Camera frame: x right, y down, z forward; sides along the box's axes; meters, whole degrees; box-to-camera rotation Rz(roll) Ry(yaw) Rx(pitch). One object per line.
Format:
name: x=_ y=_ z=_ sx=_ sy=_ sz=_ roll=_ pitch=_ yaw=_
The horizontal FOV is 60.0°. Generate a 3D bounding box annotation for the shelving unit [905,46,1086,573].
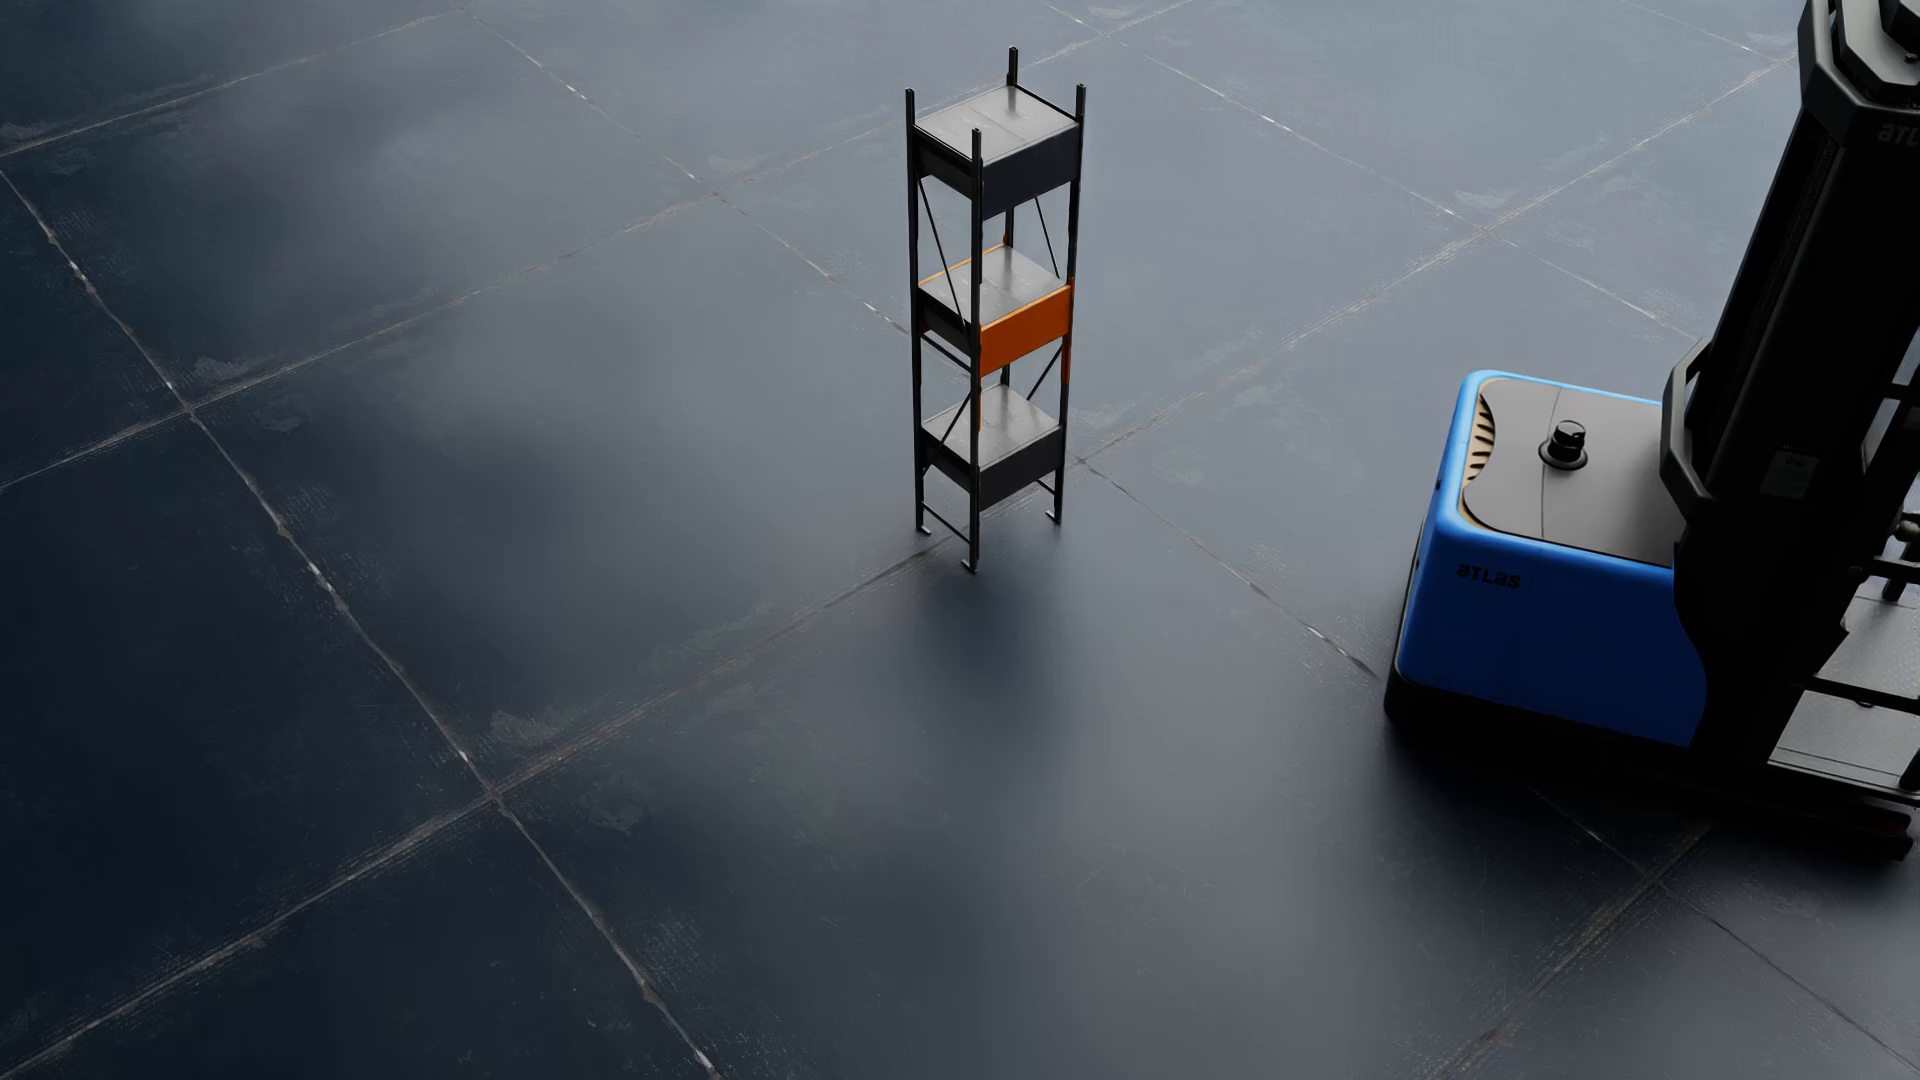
shelving unit: x=0.127 y=-0.838 z=6.609 sx=0.503 sy=2.100 sz=0.431 roll=-30 pitch=51 yaw=-28

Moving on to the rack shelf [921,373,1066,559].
rack shelf: x=0.127 y=-0.318 z=7.097 sx=0.480 sy=0.518 sz=0.431 roll=-30 pitch=51 yaw=-28

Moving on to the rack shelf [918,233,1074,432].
rack shelf: x=0.127 y=-0.828 z=6.618 sx=0.480 sy=0.518 sz=0.431 roll=-30 pitch=51 yaw=-28

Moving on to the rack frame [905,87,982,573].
rack frame: x=-0.060 y=-0.731 z=6.494 sx=0.015 sy=2.100 sz=0.400 roll=-30 pitch=51 yaw=-28

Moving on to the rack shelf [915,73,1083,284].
rack shelf: x=0.127 y=-1.338 z=6.139 sx=0.480 sy=0.518 sz=0.431 roll=-30 pitch=51 yaw=-28

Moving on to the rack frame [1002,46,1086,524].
rack frame: x=0.314 y=-0.945 z=6.723 sx=0.015 sy=2.100 sz=0.400 roll=-30 pitch=51 yaw=-28

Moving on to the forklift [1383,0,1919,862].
forklift: x=3.217 y=-0.322 z=5.452 sx=3.031 sy=2.935 sz=1.130 roll=13 pitch=45 yaw=14
